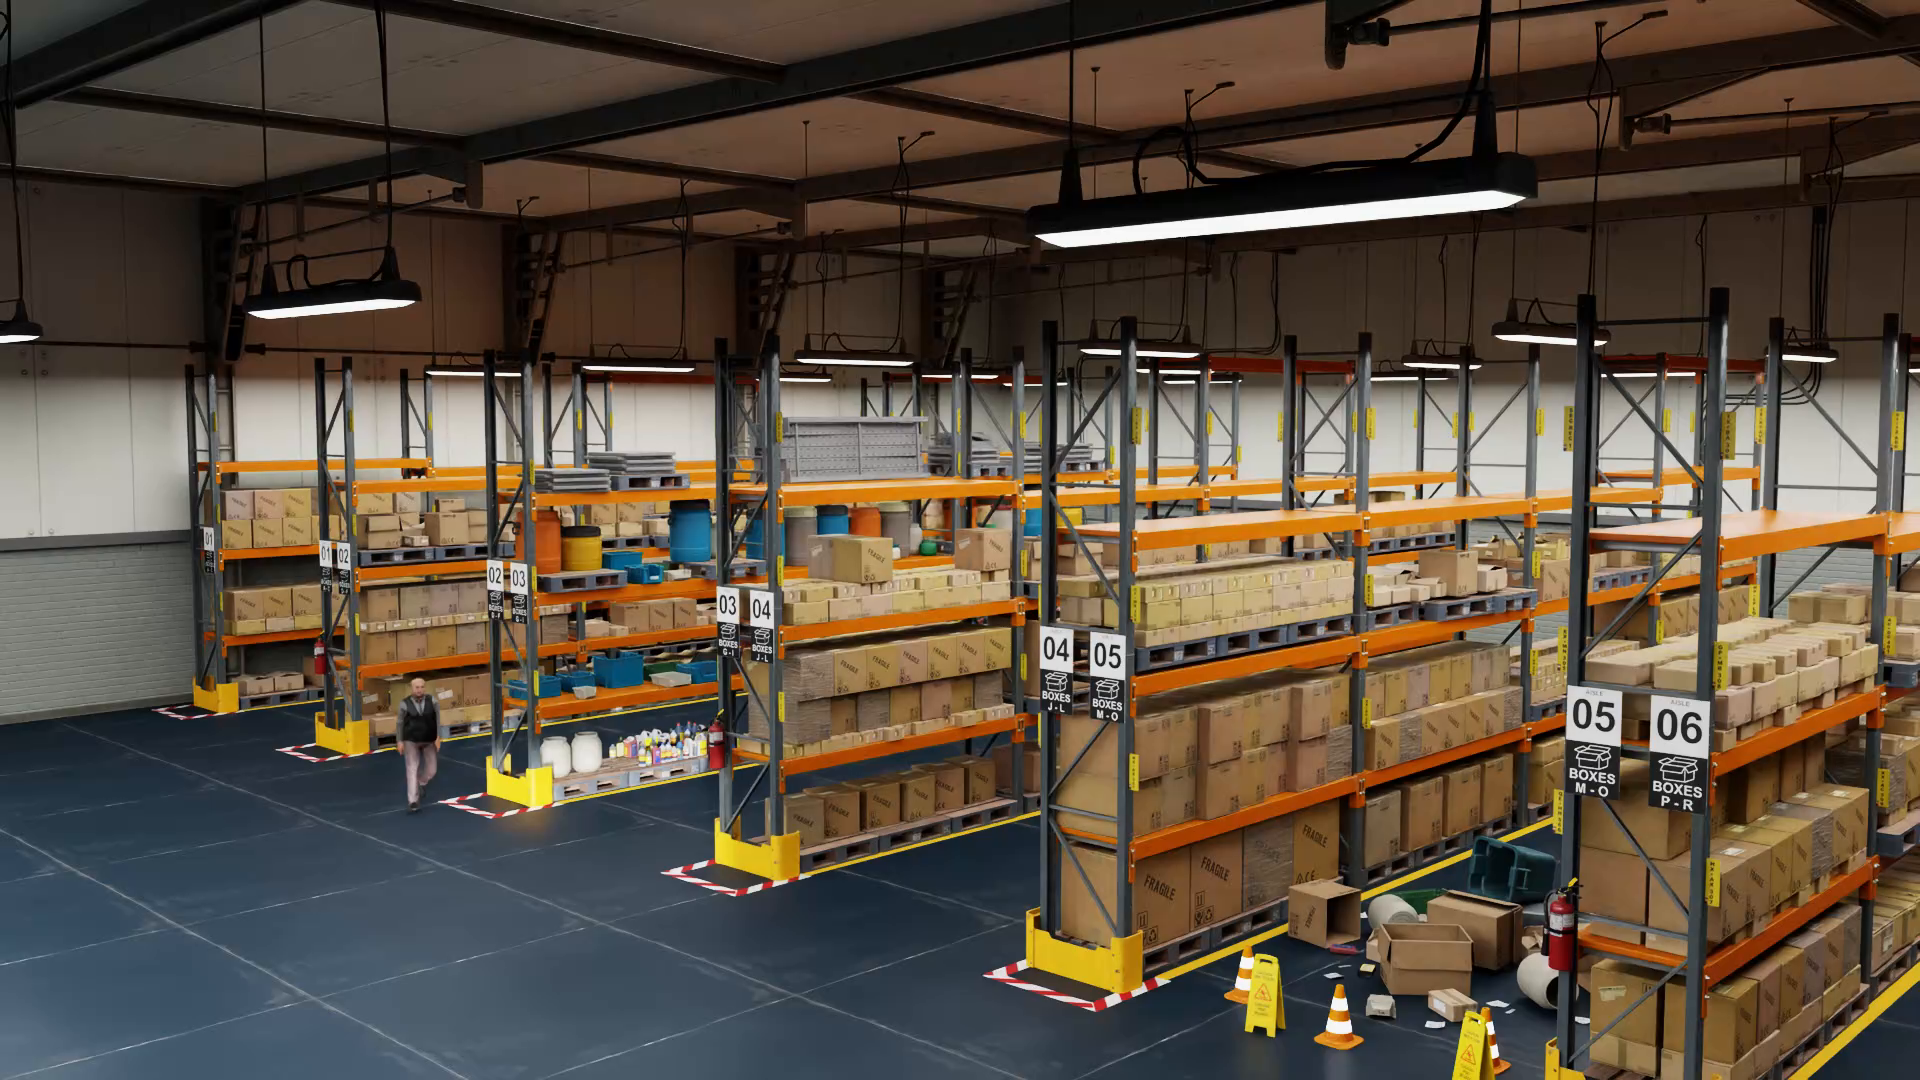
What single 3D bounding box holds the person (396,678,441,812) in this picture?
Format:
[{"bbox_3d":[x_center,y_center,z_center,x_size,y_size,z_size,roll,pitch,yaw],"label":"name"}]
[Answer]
[{"bbox_3d":[-7.099,2.645,21.809,0.562,1.696,0.891,-2,5,-29],"label":"person"}]
